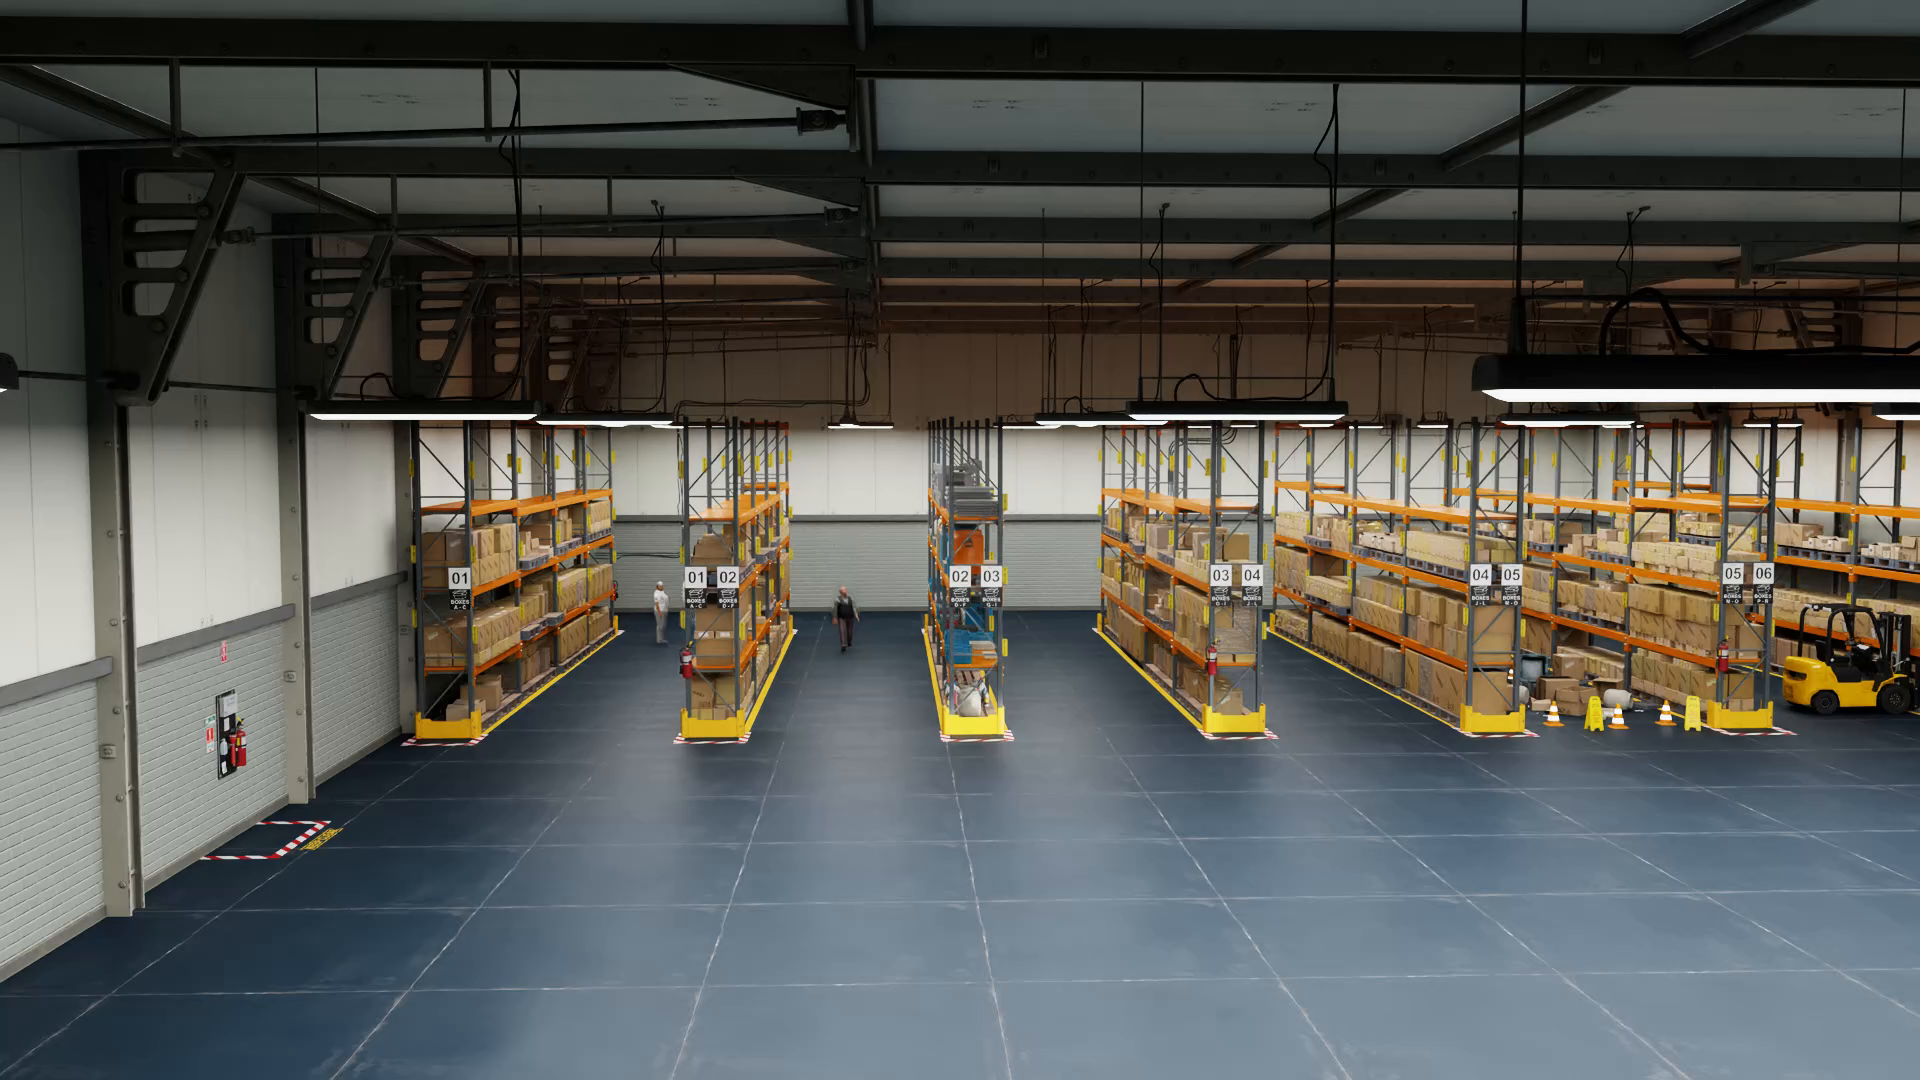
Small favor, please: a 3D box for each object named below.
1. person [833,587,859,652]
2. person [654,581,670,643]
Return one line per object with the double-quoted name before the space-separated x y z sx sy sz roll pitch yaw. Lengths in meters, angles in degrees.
"person" -2.981 2.053 43.365 0.682 1.674 1.066 0 4 -6
"person" -8.059 1.970 44.998 0.405 1.701 0.517 0 4 3
